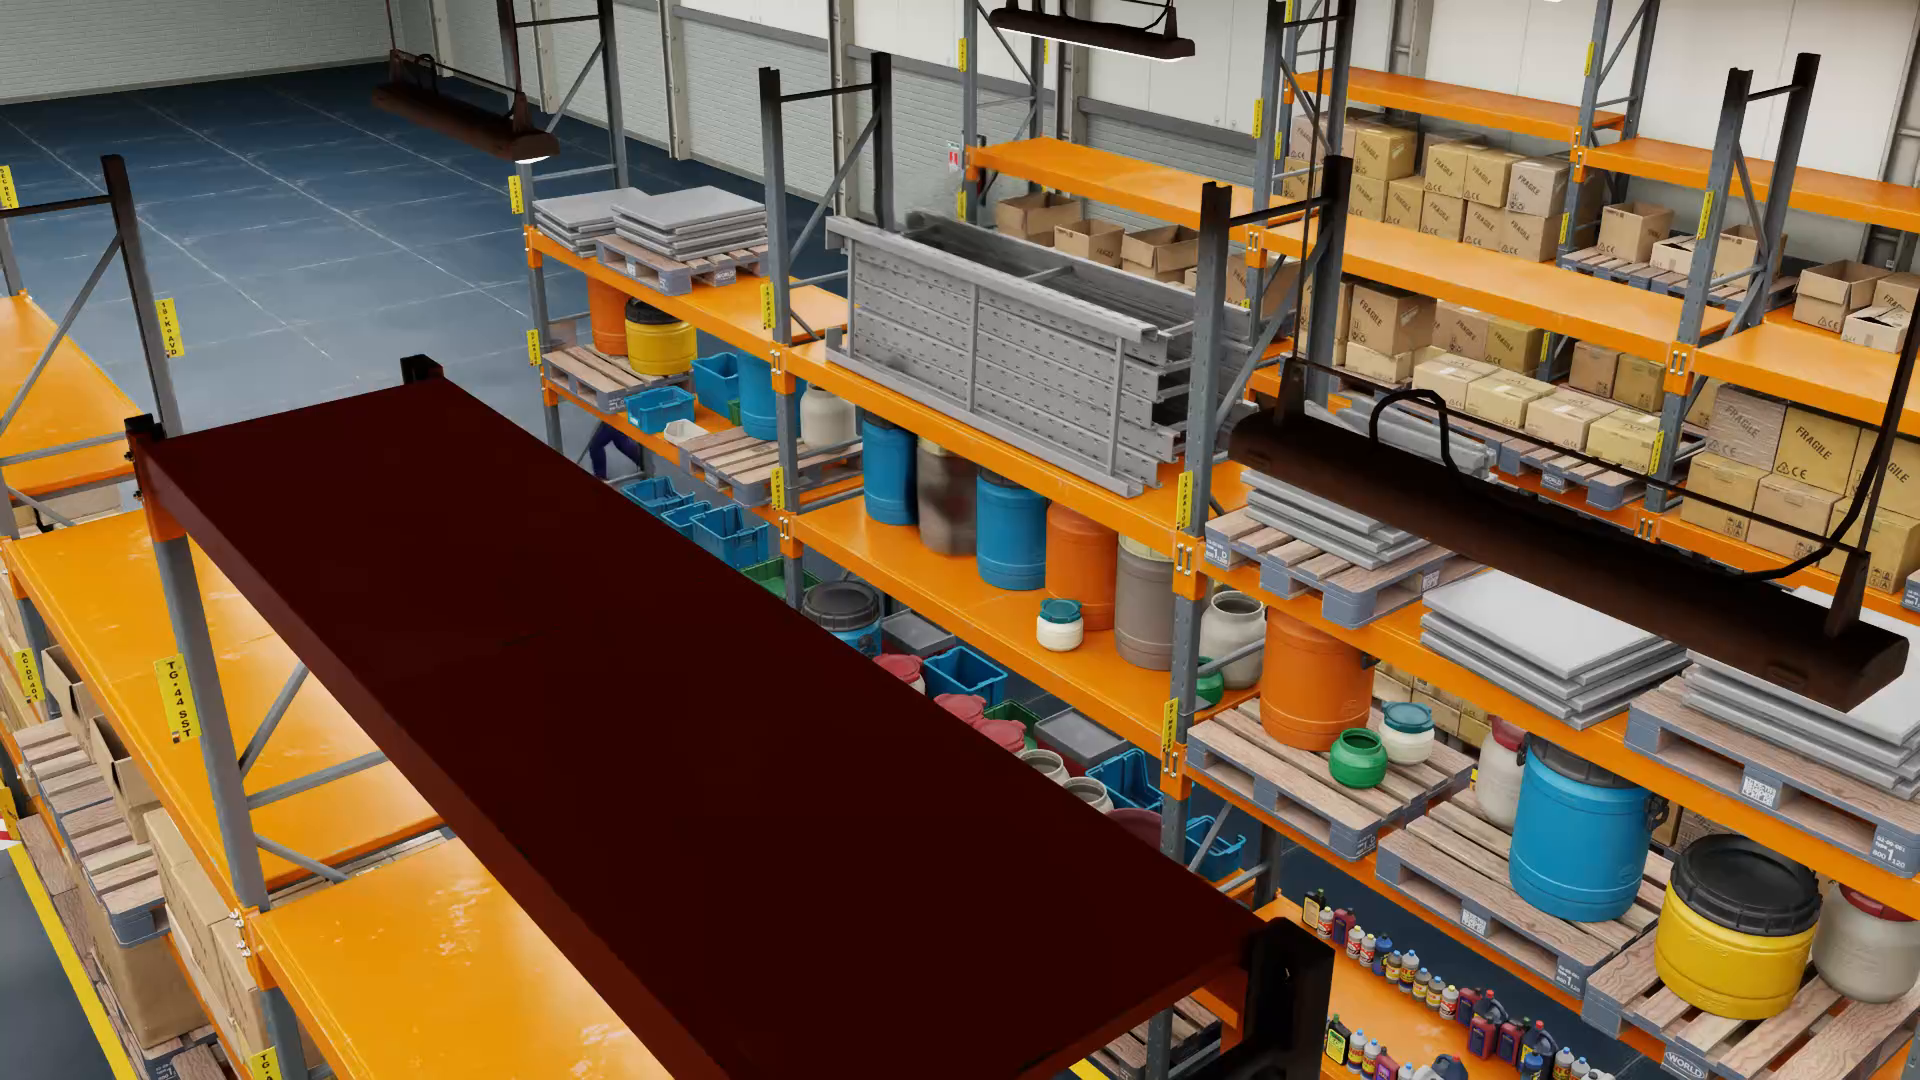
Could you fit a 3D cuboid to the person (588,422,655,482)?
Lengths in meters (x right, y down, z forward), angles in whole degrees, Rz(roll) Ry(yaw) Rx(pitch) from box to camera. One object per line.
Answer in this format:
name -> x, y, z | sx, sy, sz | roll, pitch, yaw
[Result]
person -> -4.001, -1.379, 19.277 | 0.816, 1.685, 0.607 | -4, 26, -8
